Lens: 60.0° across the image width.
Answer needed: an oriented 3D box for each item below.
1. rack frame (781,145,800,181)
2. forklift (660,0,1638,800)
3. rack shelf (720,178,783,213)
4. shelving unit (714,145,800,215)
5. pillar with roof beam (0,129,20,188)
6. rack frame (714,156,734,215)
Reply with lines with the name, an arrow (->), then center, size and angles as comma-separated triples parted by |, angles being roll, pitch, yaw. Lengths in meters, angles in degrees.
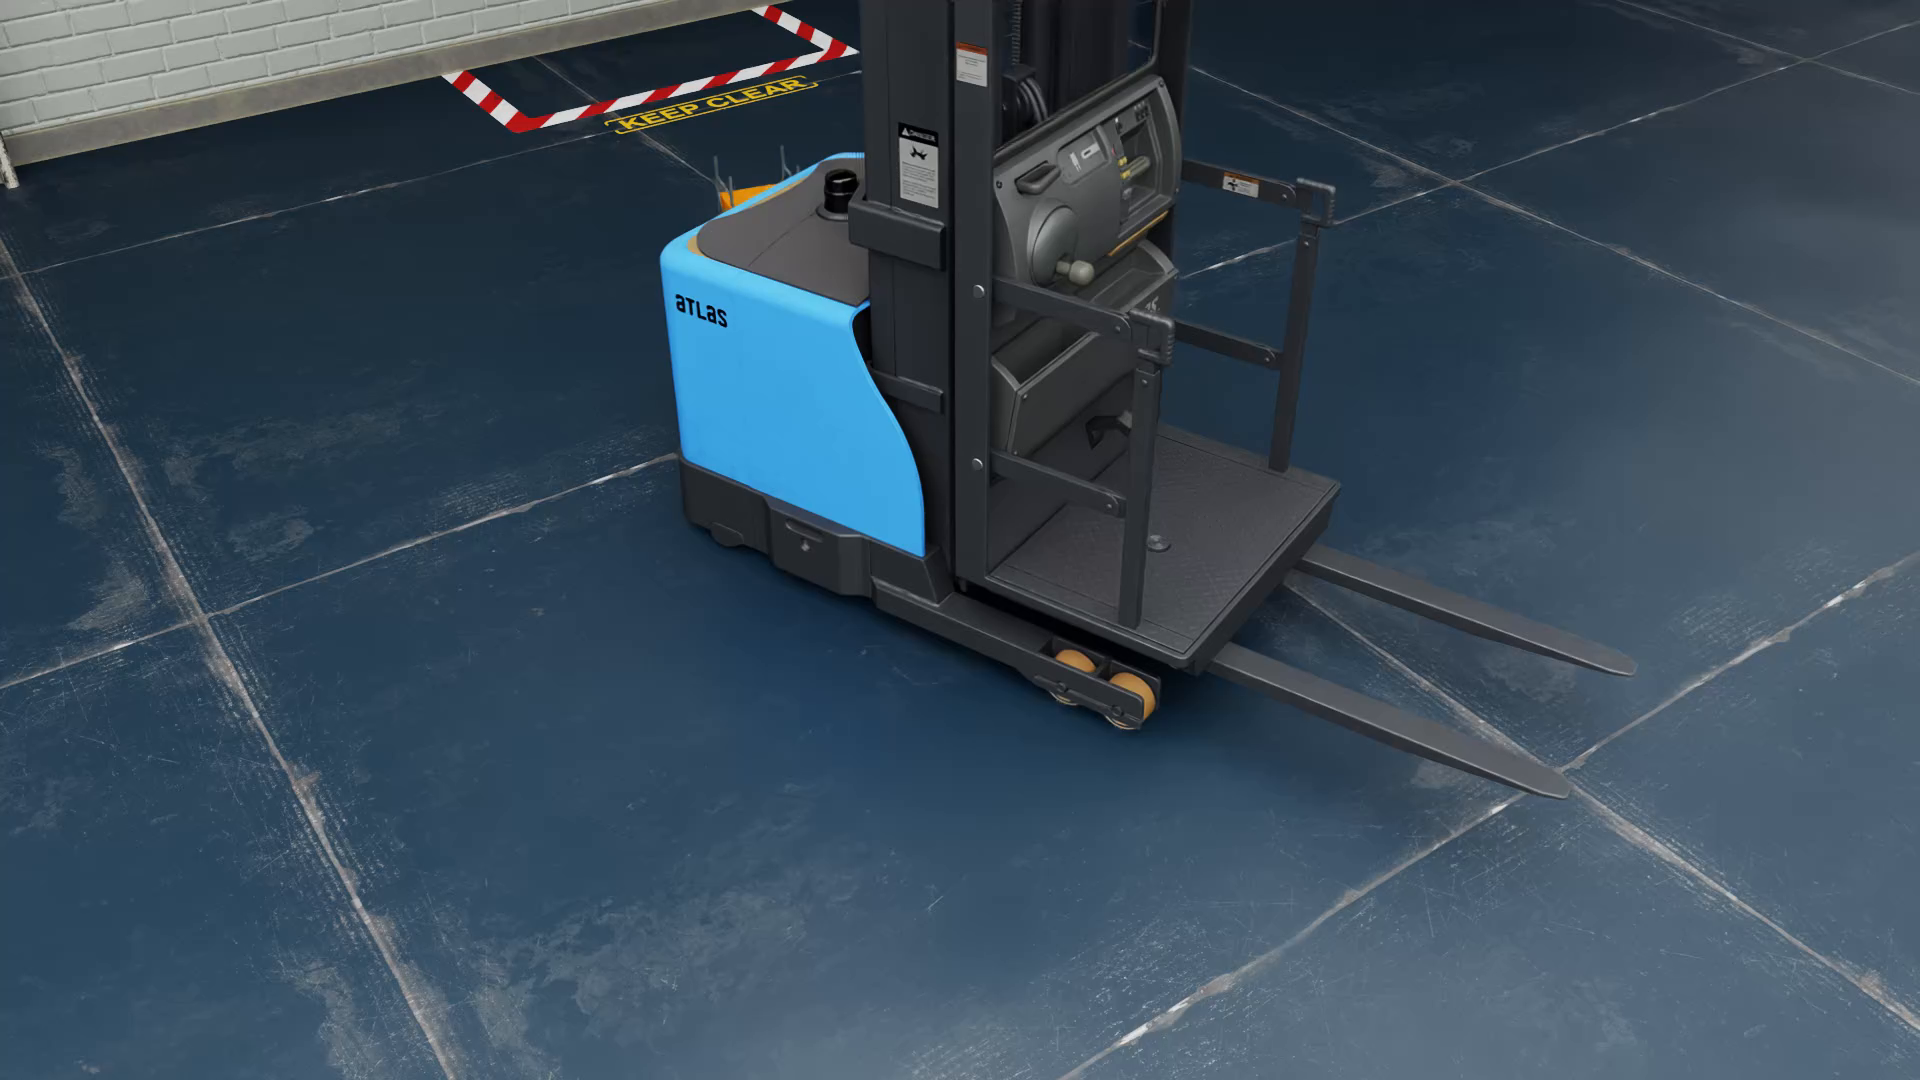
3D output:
rack frame -> -0.595, -0.920, 6.129 | 0.008, 1.050, 0.200 | -14, 38, -18
forklift -> 0.546, -0.980, 4.602 | 3.031, 2.935, 1.130 | 22, 41, 27
rack shelf -> -0.708, -1.114, 5.932 | 0.240, 0.259, 0.215 | -14, 38, -18
shelving unit -> -0.708, -0.892, 6.091 | 0.252, 1.050, 0.215 | -14, 38, -18
pillar with roof beam -> -2.387, -3.344, 2.692 | 0.400, 9.000, 9.100 | -22, 41, -28
rack frame -> -0.821, -0.865, 6.054 | 0.008, 1.050, 0.200 | -14, 38, -18
